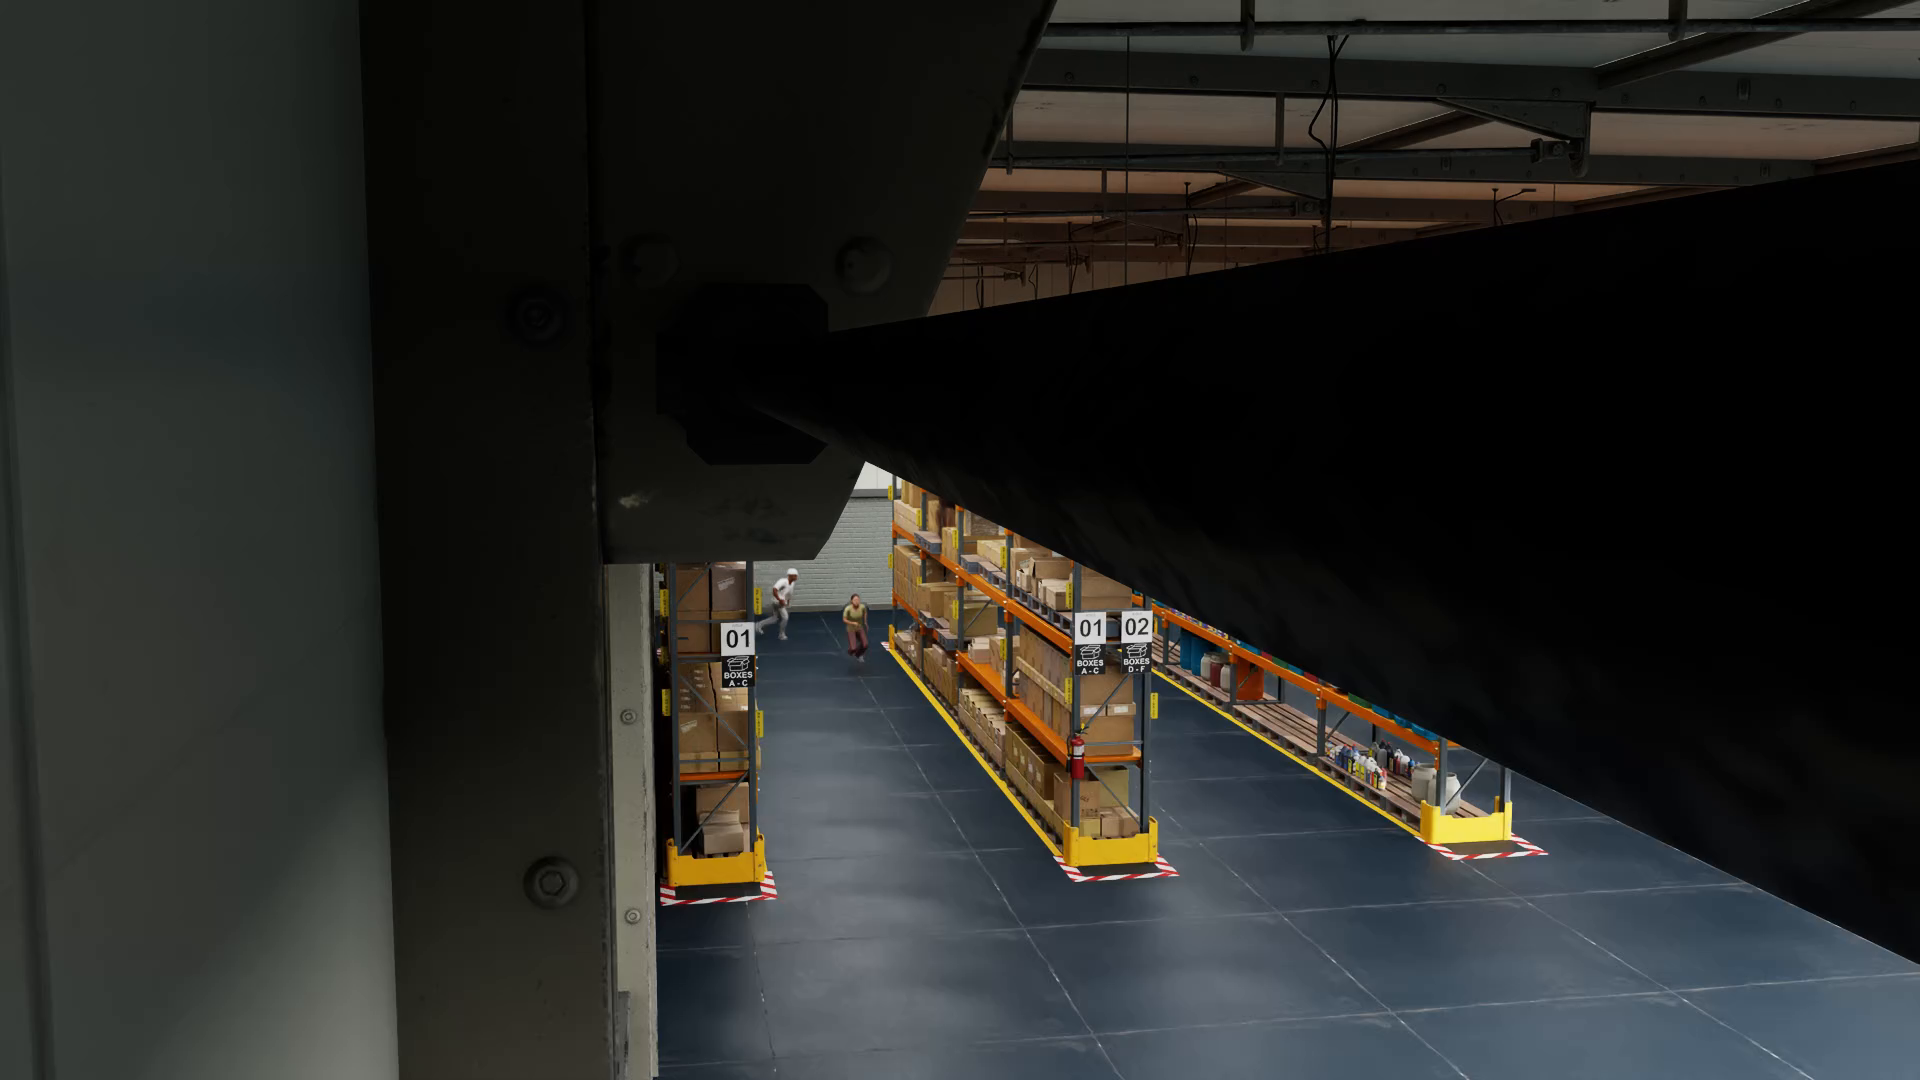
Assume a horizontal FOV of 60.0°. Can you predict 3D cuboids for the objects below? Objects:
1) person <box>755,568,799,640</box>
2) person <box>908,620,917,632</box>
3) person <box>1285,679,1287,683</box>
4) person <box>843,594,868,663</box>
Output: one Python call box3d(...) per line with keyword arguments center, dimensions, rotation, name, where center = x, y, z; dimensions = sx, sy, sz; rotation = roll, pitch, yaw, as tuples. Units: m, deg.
box3d(center=(-4.161, 1.448, 37.920), dimensions=(1.066, 1.637, 0.686), rotation=(2, 6, 17), name="person")
box3d(center=(-0.816, 1.475, 37.943), dimensions=(0.769, 1.529, 0.586), rotation=(4, 7, 34), name="person")
box3d(center=(6.404, 2.028, 32.698), dimensions=(0.711, 1.567, 1.029), rotation=(0, 6, 1), name="person")
box3d(center=(-2.115, 1.790, 33.710), dimensions=(0.580, 1.455, 0.785), rotation=(-2, 7, -19), name="person")
